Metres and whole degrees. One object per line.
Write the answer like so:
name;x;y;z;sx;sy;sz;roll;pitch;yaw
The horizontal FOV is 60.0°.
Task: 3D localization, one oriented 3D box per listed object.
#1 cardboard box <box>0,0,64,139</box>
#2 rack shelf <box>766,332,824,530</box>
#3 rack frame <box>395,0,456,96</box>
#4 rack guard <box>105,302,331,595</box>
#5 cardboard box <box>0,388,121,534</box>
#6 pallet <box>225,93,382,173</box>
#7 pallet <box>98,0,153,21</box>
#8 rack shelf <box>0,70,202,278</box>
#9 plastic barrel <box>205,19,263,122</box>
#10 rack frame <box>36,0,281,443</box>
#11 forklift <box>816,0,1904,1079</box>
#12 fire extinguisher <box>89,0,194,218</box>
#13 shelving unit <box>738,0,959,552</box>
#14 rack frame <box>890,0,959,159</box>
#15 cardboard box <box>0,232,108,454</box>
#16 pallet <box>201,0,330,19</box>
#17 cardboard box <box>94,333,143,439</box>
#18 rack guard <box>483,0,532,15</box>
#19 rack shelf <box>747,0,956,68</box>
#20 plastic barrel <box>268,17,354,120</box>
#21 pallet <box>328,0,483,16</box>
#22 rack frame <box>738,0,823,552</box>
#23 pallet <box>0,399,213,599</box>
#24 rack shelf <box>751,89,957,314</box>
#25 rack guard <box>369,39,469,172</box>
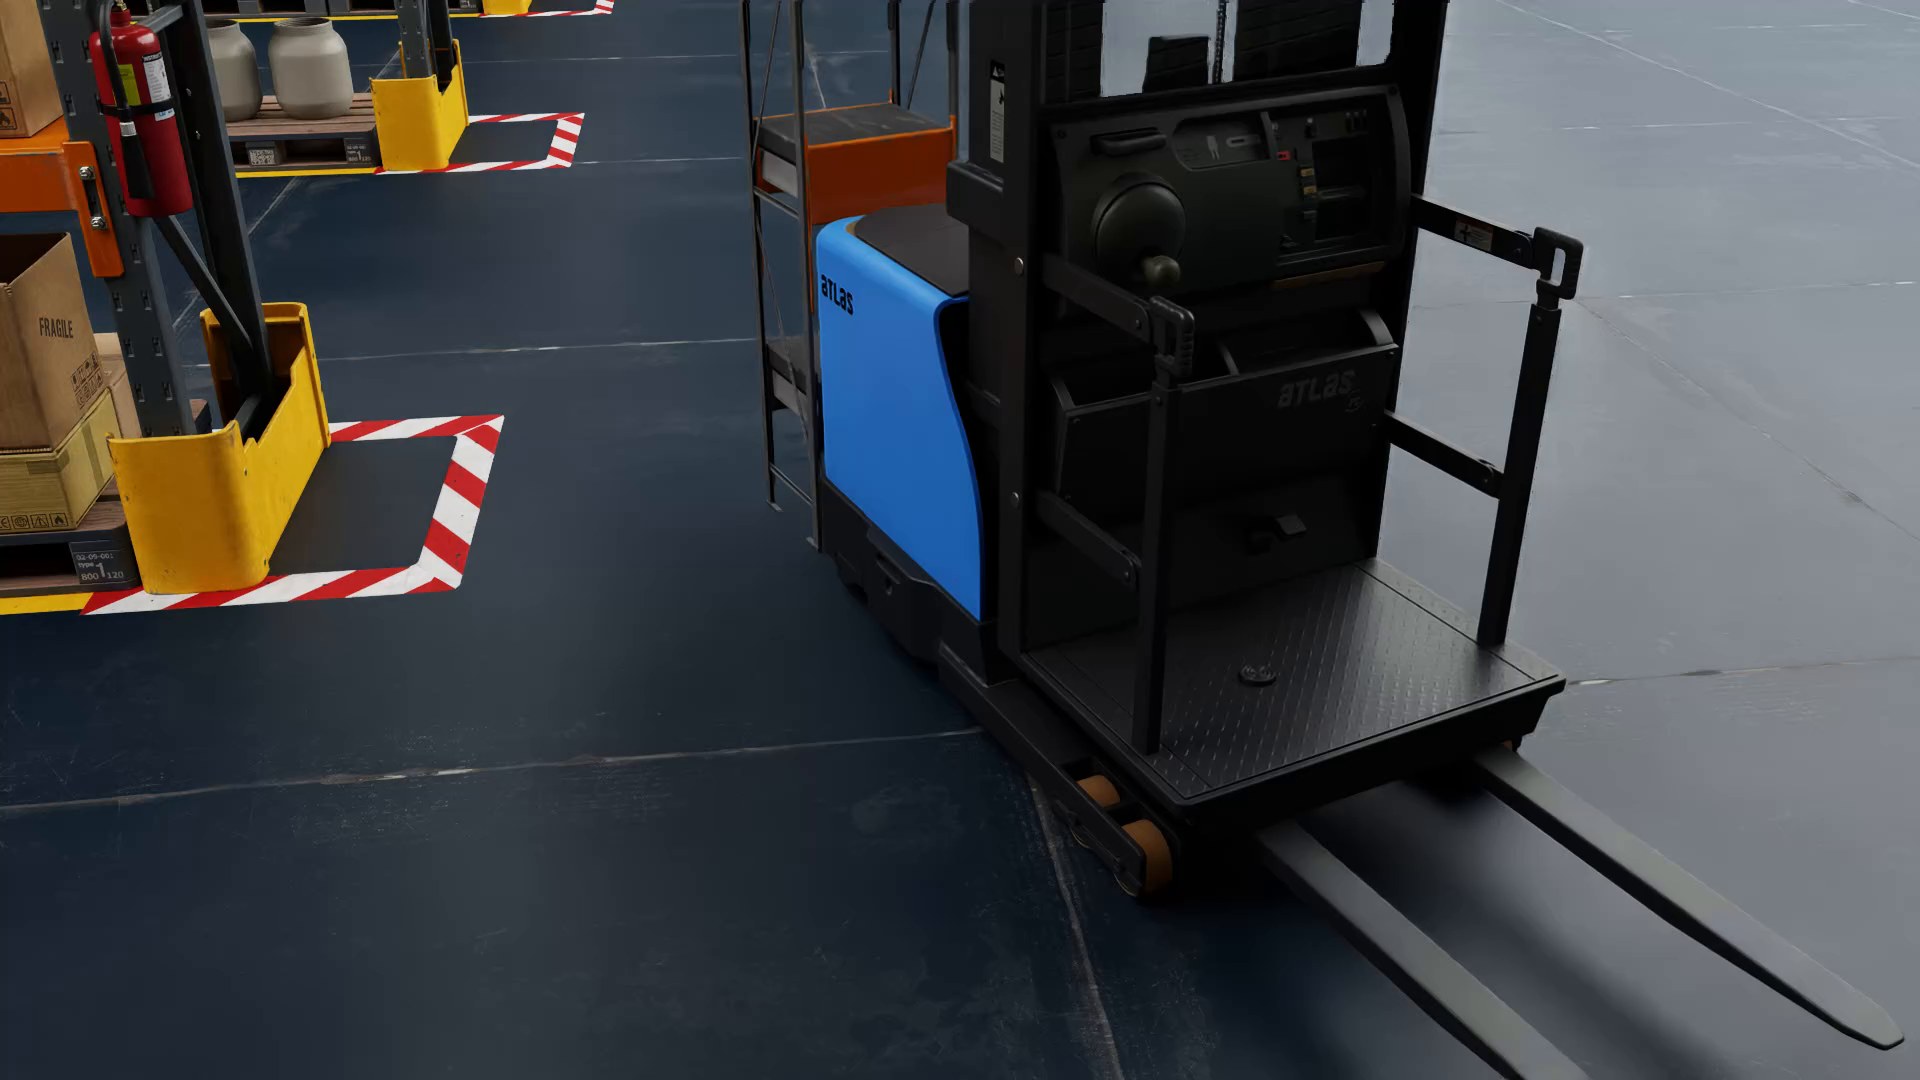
cardboard box;-2.832;-1.461;4.701;0.500;0.500;0.700;-4;27;-7
rack shelf;-0.320;-0.397;5.287;0.480;0.518;0.431;-14;30;-26
rack frame;-3.054;-3.680;9.135;0.127;3.000;1.000;-4;27;-7
rack guard;-2.344;-0.329;5.344;0.348;0.500;1.175;-4;27;-7
cardboard box;-2.857;-0.236;4.976;0.500;0.250;0.500;-4;27;-7
pallet;-3.928;-2.364;9.625;1.213;0.211;1.003;-4;27;-7
pallet;-7.045;-4.482;13.754;1.213;0.211;1.003;-4;27;-7
rack shelf;-4.348;-0.993;4.687;4.000;0.370;1.077;-4;27;-7
plastic barrel;-4.191;-2.651;9.396;0.421;0.512;0.421;0;27;0
rack frame;-2.367;-1.440;4.771;0.127;3.000;1.000;-4;27;-7
forklift;0.713;-0.746;3.494;1.130;2.935;3.031;-13;30;-24
fire extinguisher;-2.186;-1.203;4.394;0.183;0.674;0.296;-4;27;-7
shelving unit;-0.320;-1.032;4.961;0.503;2.100;0.431;-14;30;-26
rack frame;-0.107;-1.087;5.067;0.015;2.100;0.400;-14;30;-26
cardboard box;-2.857;-0.569;4.803;0.500;0.500;0.500;-4;27;-7
pallet;-5.834;-4.561;13.908;1.213;0.211;1.003;-4;27;-7
cardboard box;-2.930;-0.470;5.432;0.500;0.250;0.500;-4;27;-7
rack guard;-3.819;-4.802;14.060;0.348;0.500;1.175;-4;27;-7
rack shelf;-0.320;-1.643;4.648;0.480;0.518;0.431;-14;30;-26
plastic barrel;-3.695;-2.683;9.459;0.421;0.512;0.421;0;27;0
pallet;-4.629;-4.637;14.057;1.213;0.211;1.003;-4;27;-7
rack frame;-0.533;-0.978;4.855;0.015;2.100;0.400;-14;30;-26
pallet;-3.119;-0.132;5.276;1.213;0.211;1.003;-4;27;-7
rack shelf;-0.320;-1.020;4.967;0.480;0.518;0.431;-14;30;-26
rack guard;-3.123;-2.541;9.655;0.348;0.500;1.175;-4;27;-7
